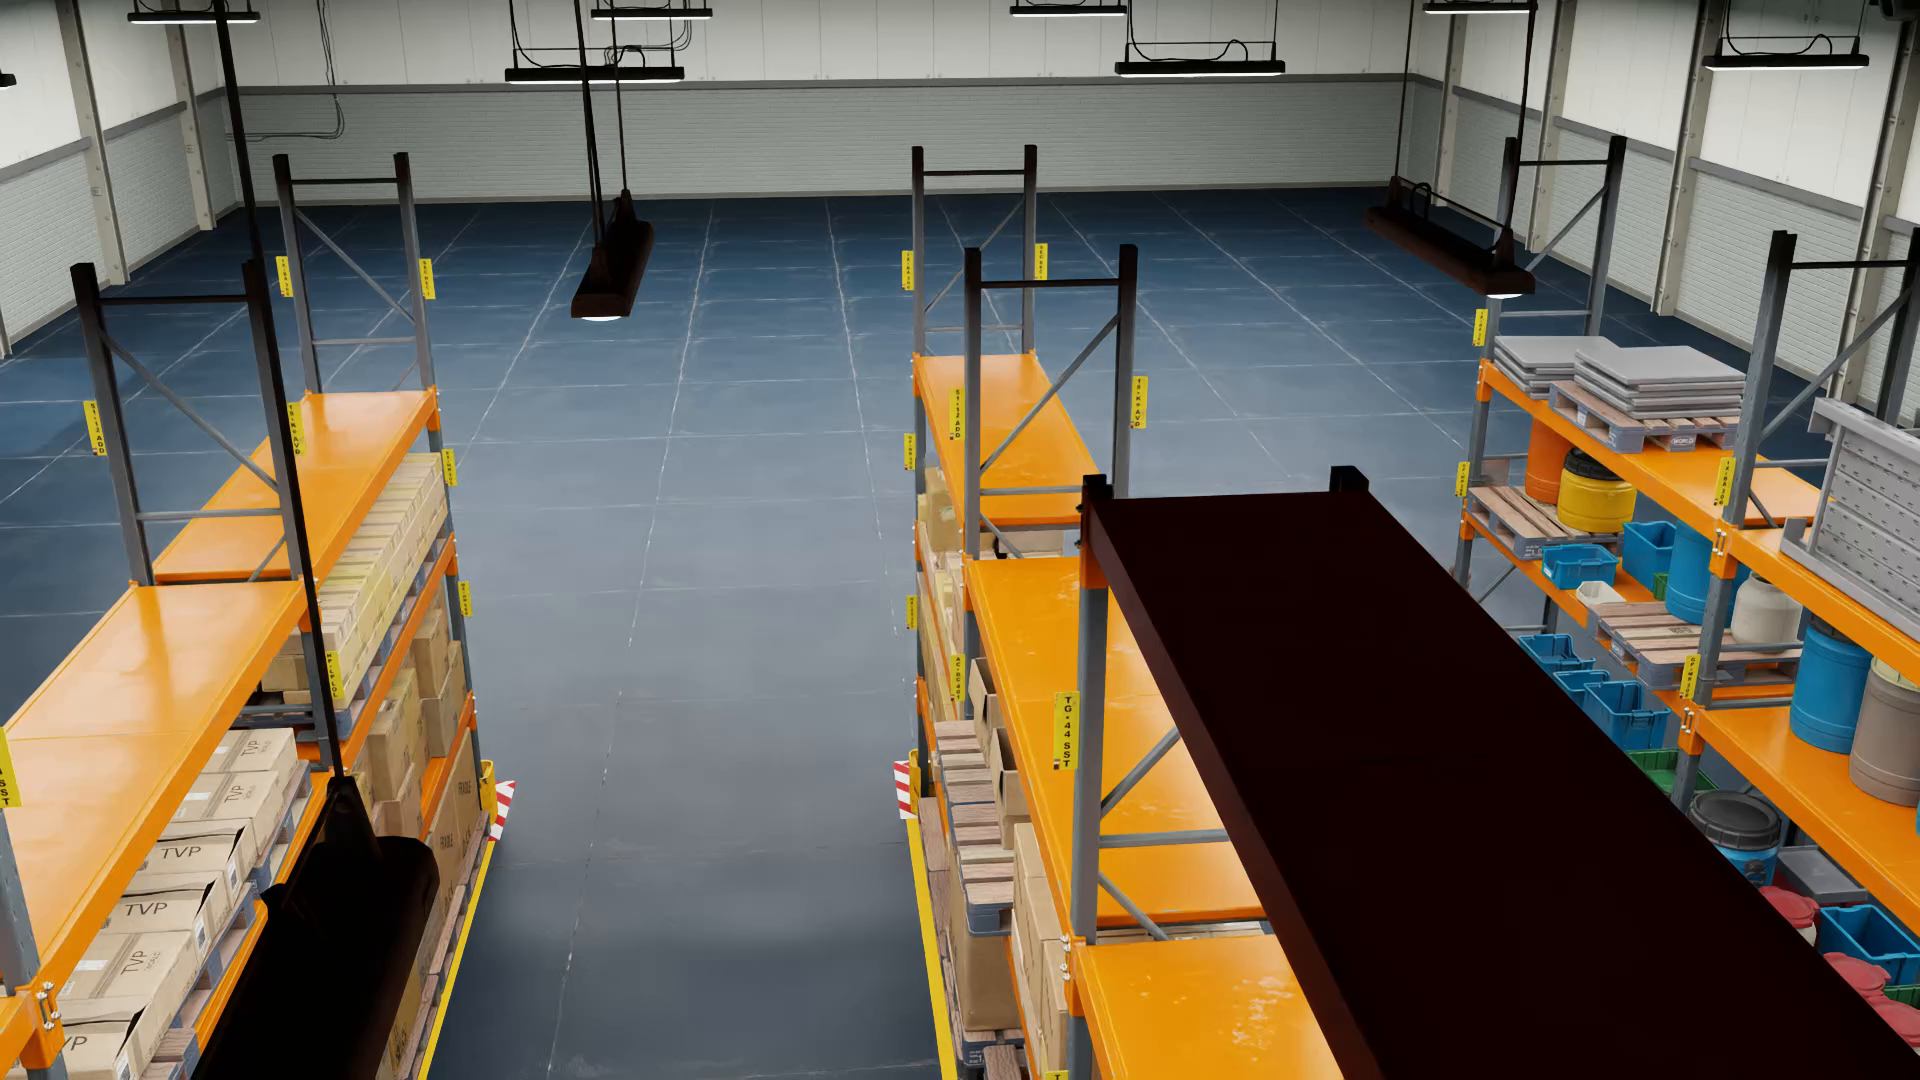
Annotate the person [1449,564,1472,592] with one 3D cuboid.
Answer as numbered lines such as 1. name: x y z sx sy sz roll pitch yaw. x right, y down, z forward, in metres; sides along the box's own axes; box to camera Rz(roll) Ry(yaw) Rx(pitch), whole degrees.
1. person: 4.900 1.030 16.726 0.875 1.705 0.553 0 22 1
